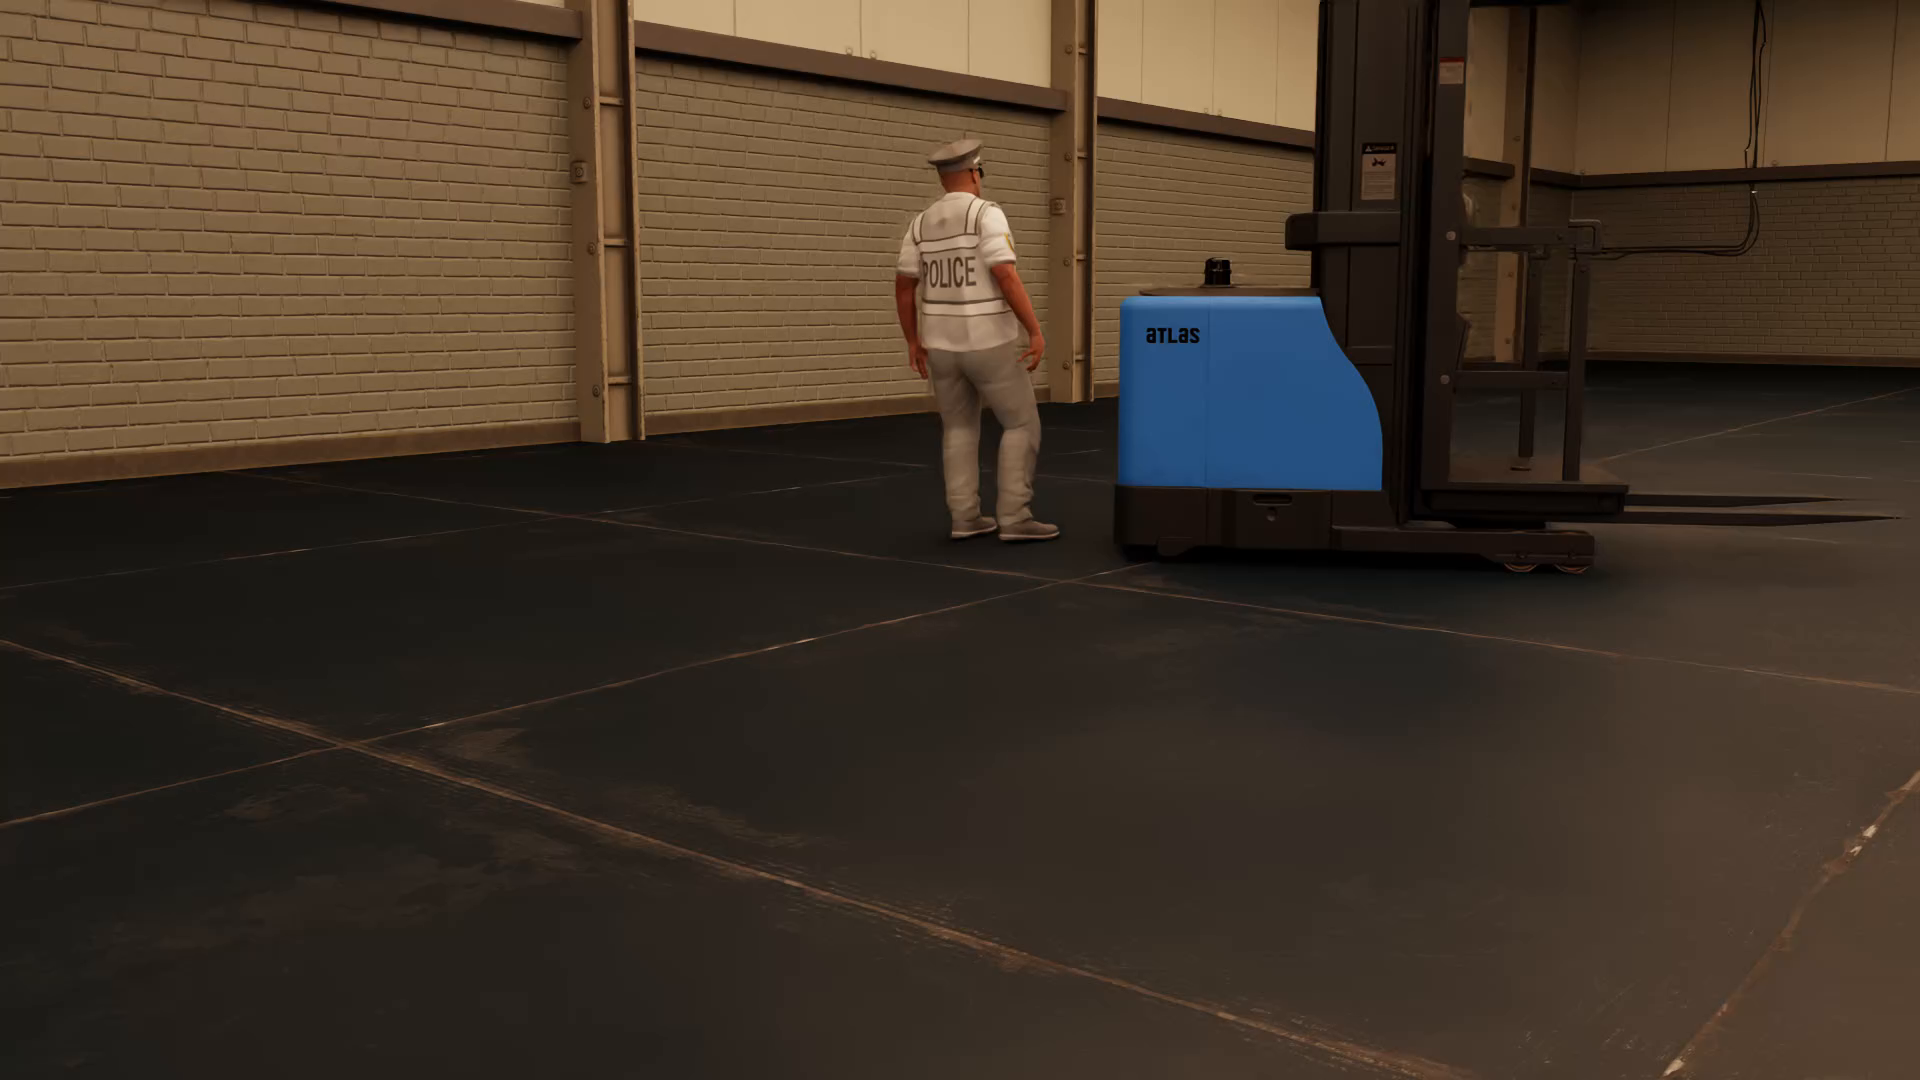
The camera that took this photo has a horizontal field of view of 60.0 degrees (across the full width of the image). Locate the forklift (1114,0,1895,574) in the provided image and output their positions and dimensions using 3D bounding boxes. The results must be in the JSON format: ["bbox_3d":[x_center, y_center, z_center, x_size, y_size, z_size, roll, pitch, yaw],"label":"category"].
[{"bbox_3d":[2.197,-1.400,6.853,3.031,2.935,1.130,1,8,9],"label":"forklift"}]

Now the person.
[{"bbox_3d":[0.080,-0.879,7.354,0.691,1.757,0.485,6,10,36],"label":"person"}]
